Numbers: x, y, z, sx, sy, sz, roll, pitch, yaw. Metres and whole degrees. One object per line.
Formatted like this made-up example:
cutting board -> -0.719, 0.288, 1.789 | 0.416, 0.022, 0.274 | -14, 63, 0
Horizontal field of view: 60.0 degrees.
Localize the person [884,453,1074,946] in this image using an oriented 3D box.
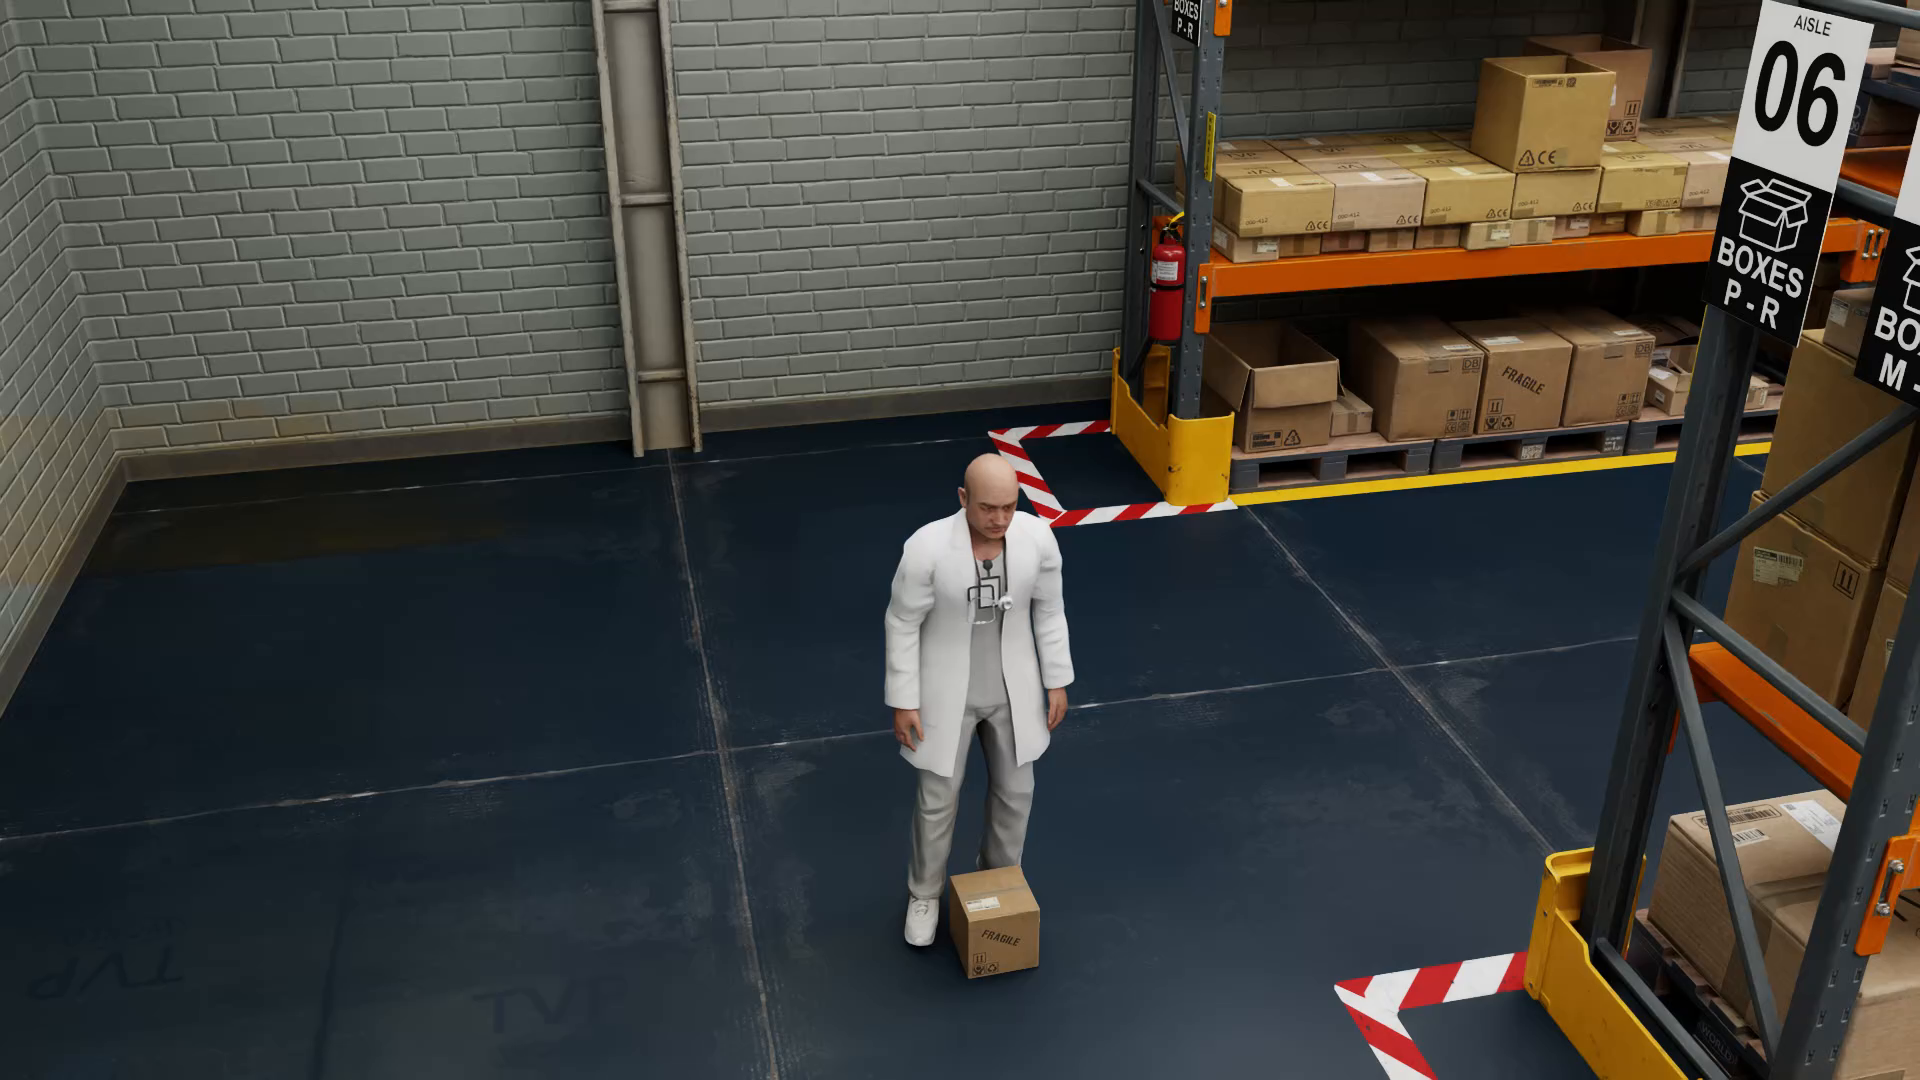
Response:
person -> 0.065, 0.517, 5.589 | 0.656, 1.774, 0.416 | -7, 27, -13
